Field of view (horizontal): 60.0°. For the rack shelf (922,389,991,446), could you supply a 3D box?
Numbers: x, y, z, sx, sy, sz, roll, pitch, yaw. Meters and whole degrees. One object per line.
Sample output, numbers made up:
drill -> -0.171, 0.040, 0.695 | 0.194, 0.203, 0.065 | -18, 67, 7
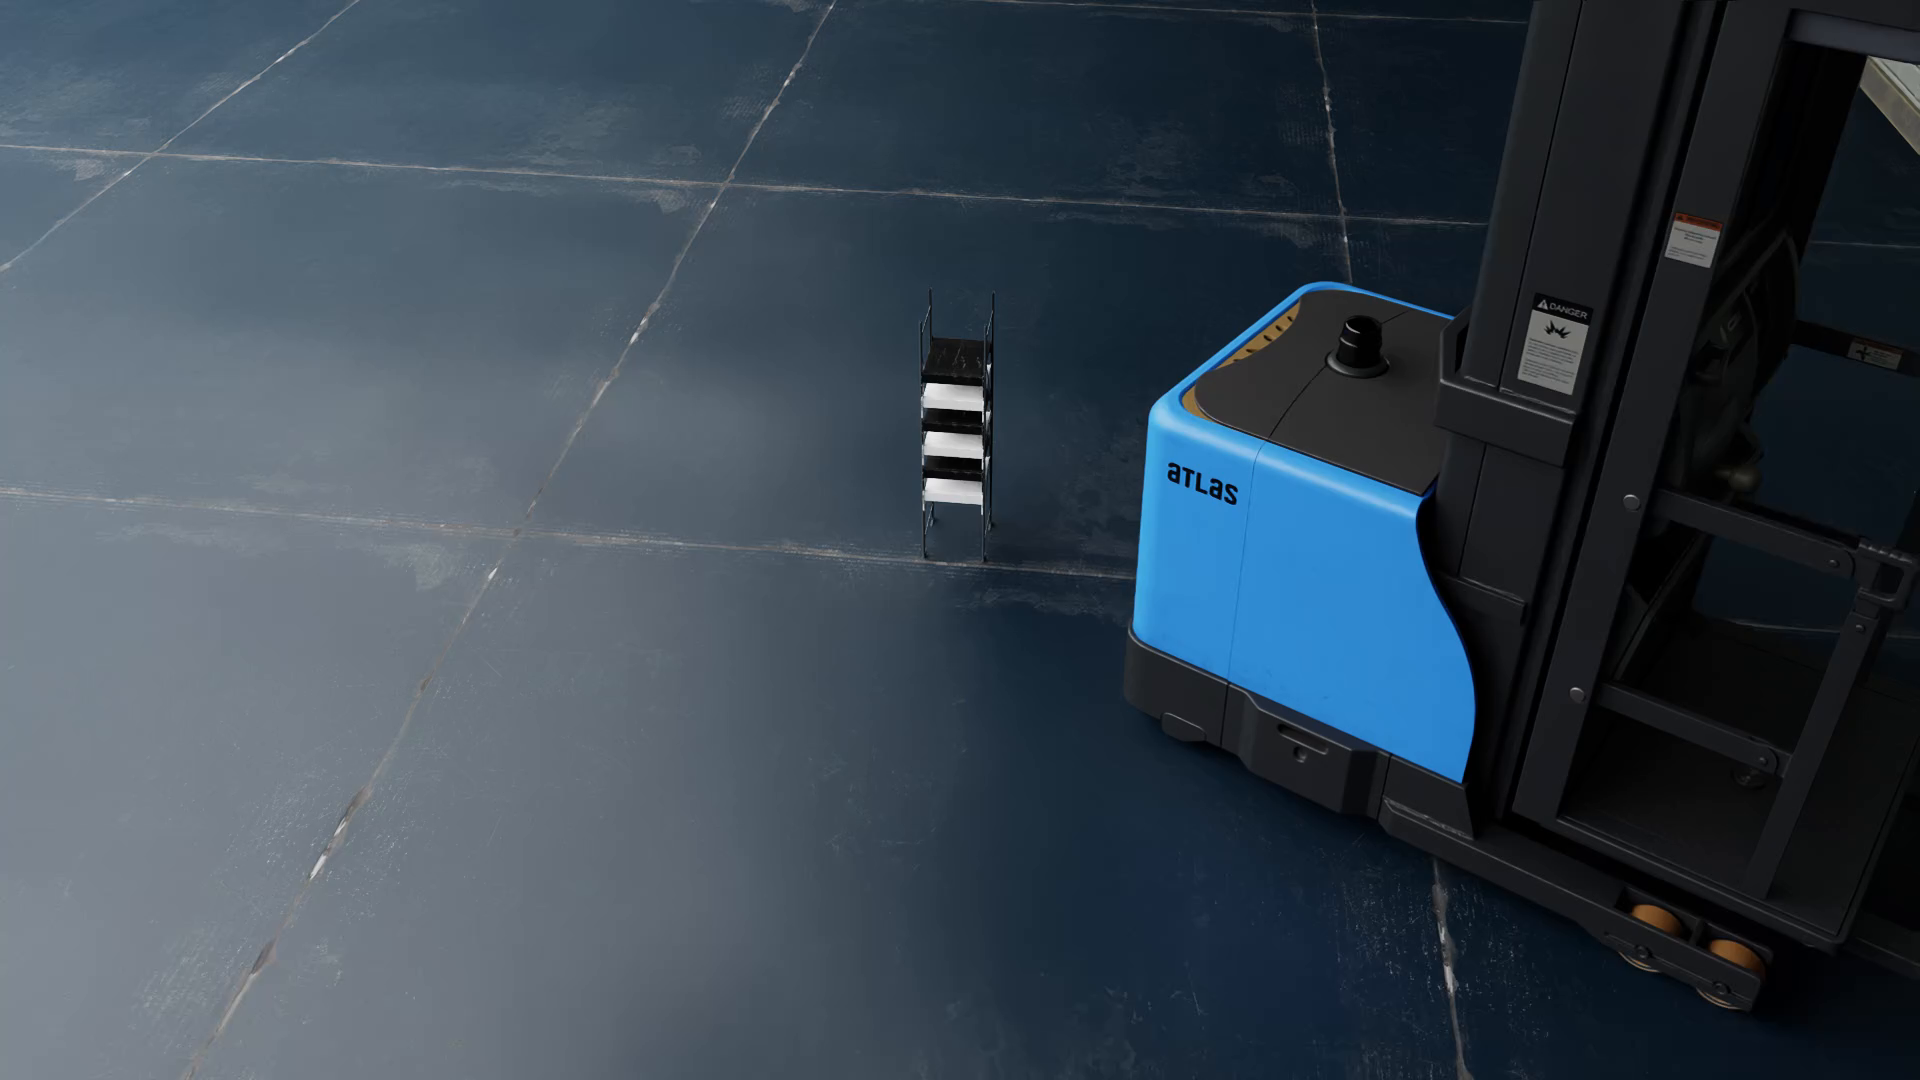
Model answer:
rack shelf -> -0.008, -0.413, 5.457 | 0.200, 0.077, 0.258 | 4, 36, 6

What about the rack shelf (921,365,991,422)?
rack shelf -> -0.008, -0.486, 5.404 | 0.200, 0.077, 0.258 | 4, 36, 6

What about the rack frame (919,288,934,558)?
rack frame -> -0.109, -0.374, 5.500 | 0.006, 0.900, 0.240 | 4, 36, 6

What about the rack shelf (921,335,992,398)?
rack shelf -> -0.008, -0.560, 5.352 | 0.200, 0.077, 0.258 | 4, 36, 6

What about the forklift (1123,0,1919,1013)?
forklift -> 1.974, -0.386, 3.767 | 3.031, 2.935, 1.130 | 23, 42, 29

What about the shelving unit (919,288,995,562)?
shelving unit -> -0.008, -0.367, 5.489 | 0.210, 0.900, 0.258 | 4, 36, 6

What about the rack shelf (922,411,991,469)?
rack shelf -> -0.008, -0.340, 5.509 | 0.200, 0.077, 0.258 | 4, 36, 6

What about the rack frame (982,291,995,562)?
rack frame -> 0.093, -0.359, 5.479 | 0.006, 0.900, 0.240 | 4, 36, 6

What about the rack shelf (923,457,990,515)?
rack shelf -> -0.008, -0.193, 5.613 | 0.200, 0.077, 0.258 | 4, 36, 6

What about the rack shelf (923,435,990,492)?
rack shelf -> -0.008, -0.267, 5.561 | 0.200, 0.077, 0.258 | 4, 36, 6
